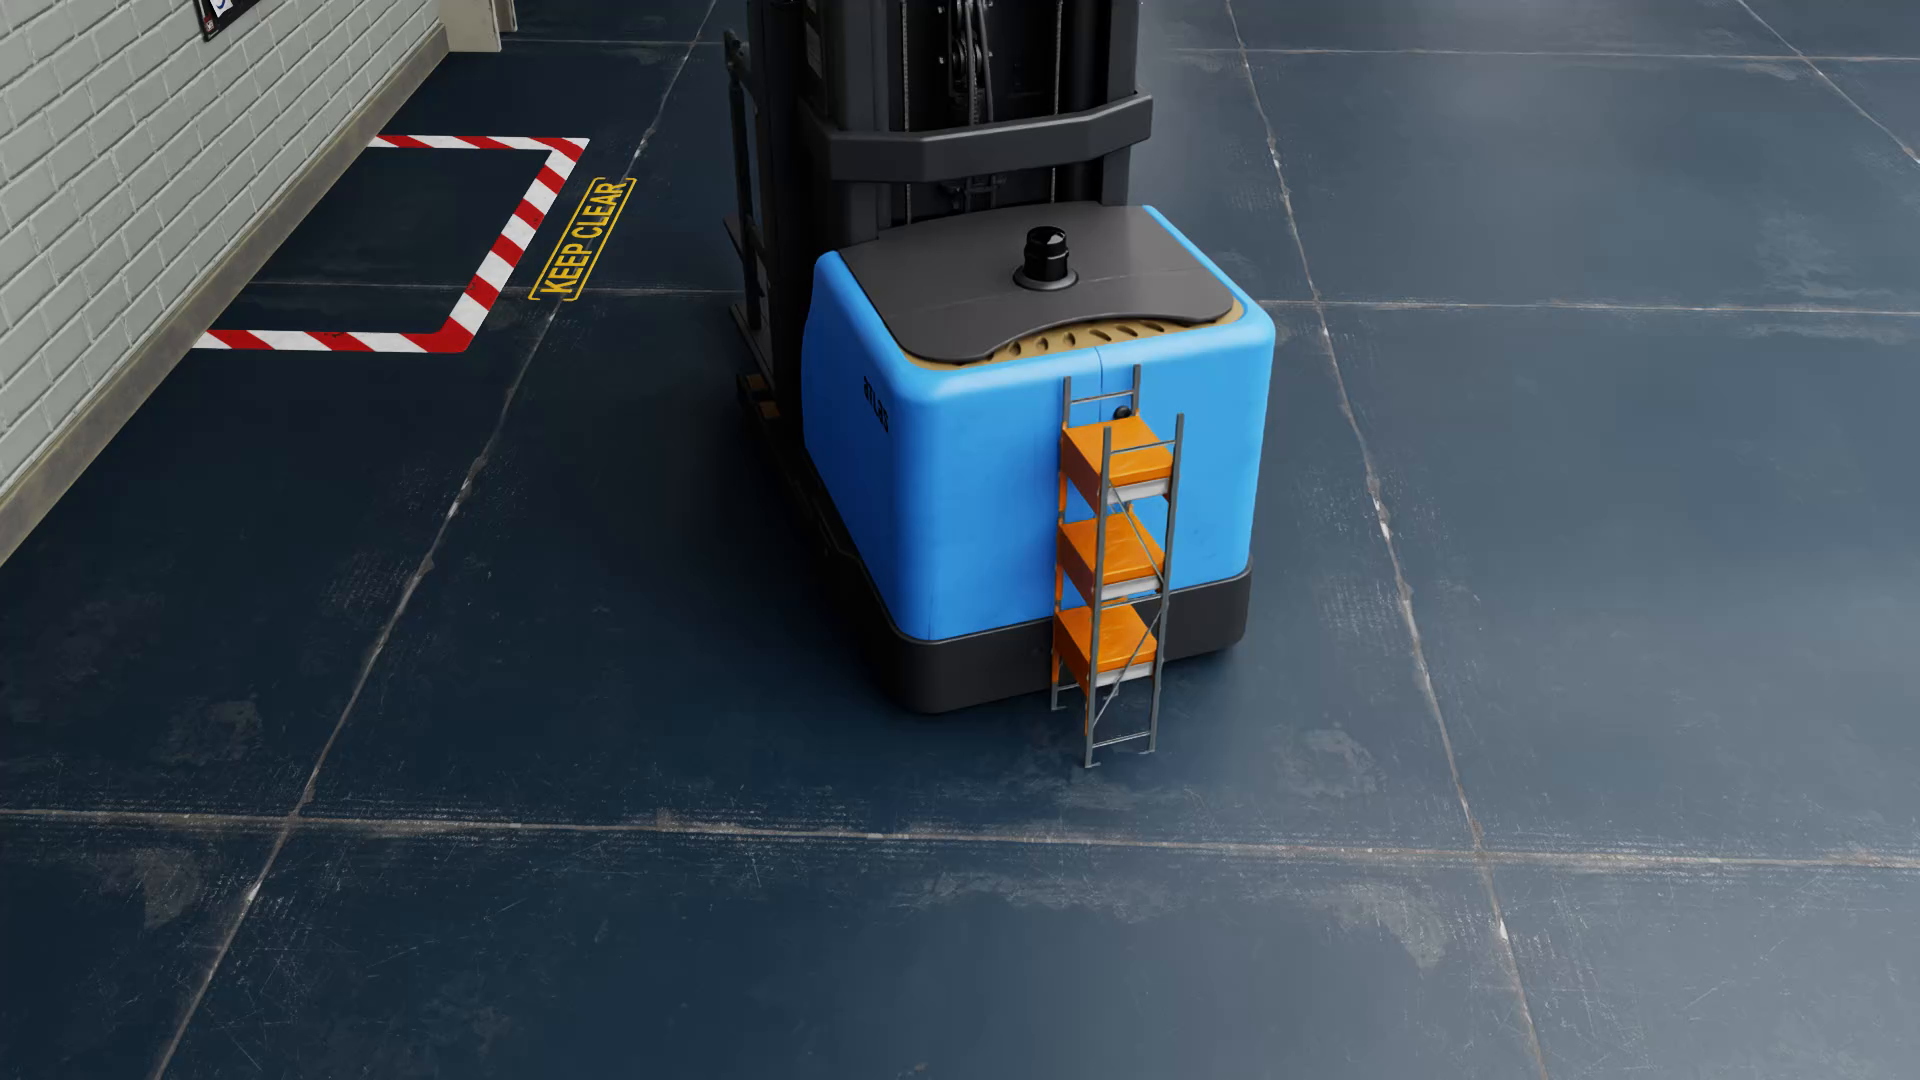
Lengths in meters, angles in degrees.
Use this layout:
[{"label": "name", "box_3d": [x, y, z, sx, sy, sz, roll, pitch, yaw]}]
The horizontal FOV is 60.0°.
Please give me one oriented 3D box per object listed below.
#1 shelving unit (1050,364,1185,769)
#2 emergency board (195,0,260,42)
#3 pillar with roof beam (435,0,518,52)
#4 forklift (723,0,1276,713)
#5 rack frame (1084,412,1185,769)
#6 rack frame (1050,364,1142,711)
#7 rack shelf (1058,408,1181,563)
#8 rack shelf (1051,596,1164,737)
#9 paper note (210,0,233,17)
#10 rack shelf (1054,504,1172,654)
[{"label": "shelving unit", "box_3d": [0.384, 0.088, 4.211, 0.215, 1.050, 0.252, -11, 37, -15]}, {"label": "emergency board", "box_3d": [-2.801, -2.567, 6.294, 0.157, 1.169, 0.626, 1, 35, 2]}, {"label": "pillar with roof beam", "box_3d": [1.656, -6.346, 6.453, 9.100, 9.000, 0.400, 1, 35, 2]}, {"label": "forklift", "box_3d": [-0.143, -1.579, 4.948, 1.130, 2.935, 3.031, -11, 37, -15]}, {"label": "rack frame", "box_3d": [0.424, 0.155, 4.117, 0.200, 1.050, 0.008, -11, 37, -15]}, {"label": "rack frame", "box_3d": [0.344, 0.022, 4.306, 0.200, 1.050, 0.008, -11, 37, -15]}, {"label": "rack shelf", "box_3d": [0.384, -0.135, 4.054, 0.215, 0.259, 0.240, -11, 37, -15]}, {"label": "rack shelf", "box_3d": [0.384, 0.324, 4.377, 0.215, 0.259, 0.240, -11, 37, -15]}, {"label": "paper note", "box_3d": [-2.859, -2.111, 6.412, 0.016, 0.148, 0.142, 1, 35, 2]}, {"label": "rack shelf", "box_3d": [0.384, 0.097, 4.217, 0.215, 0.259, 0.240, -11, 37, -15]}]
